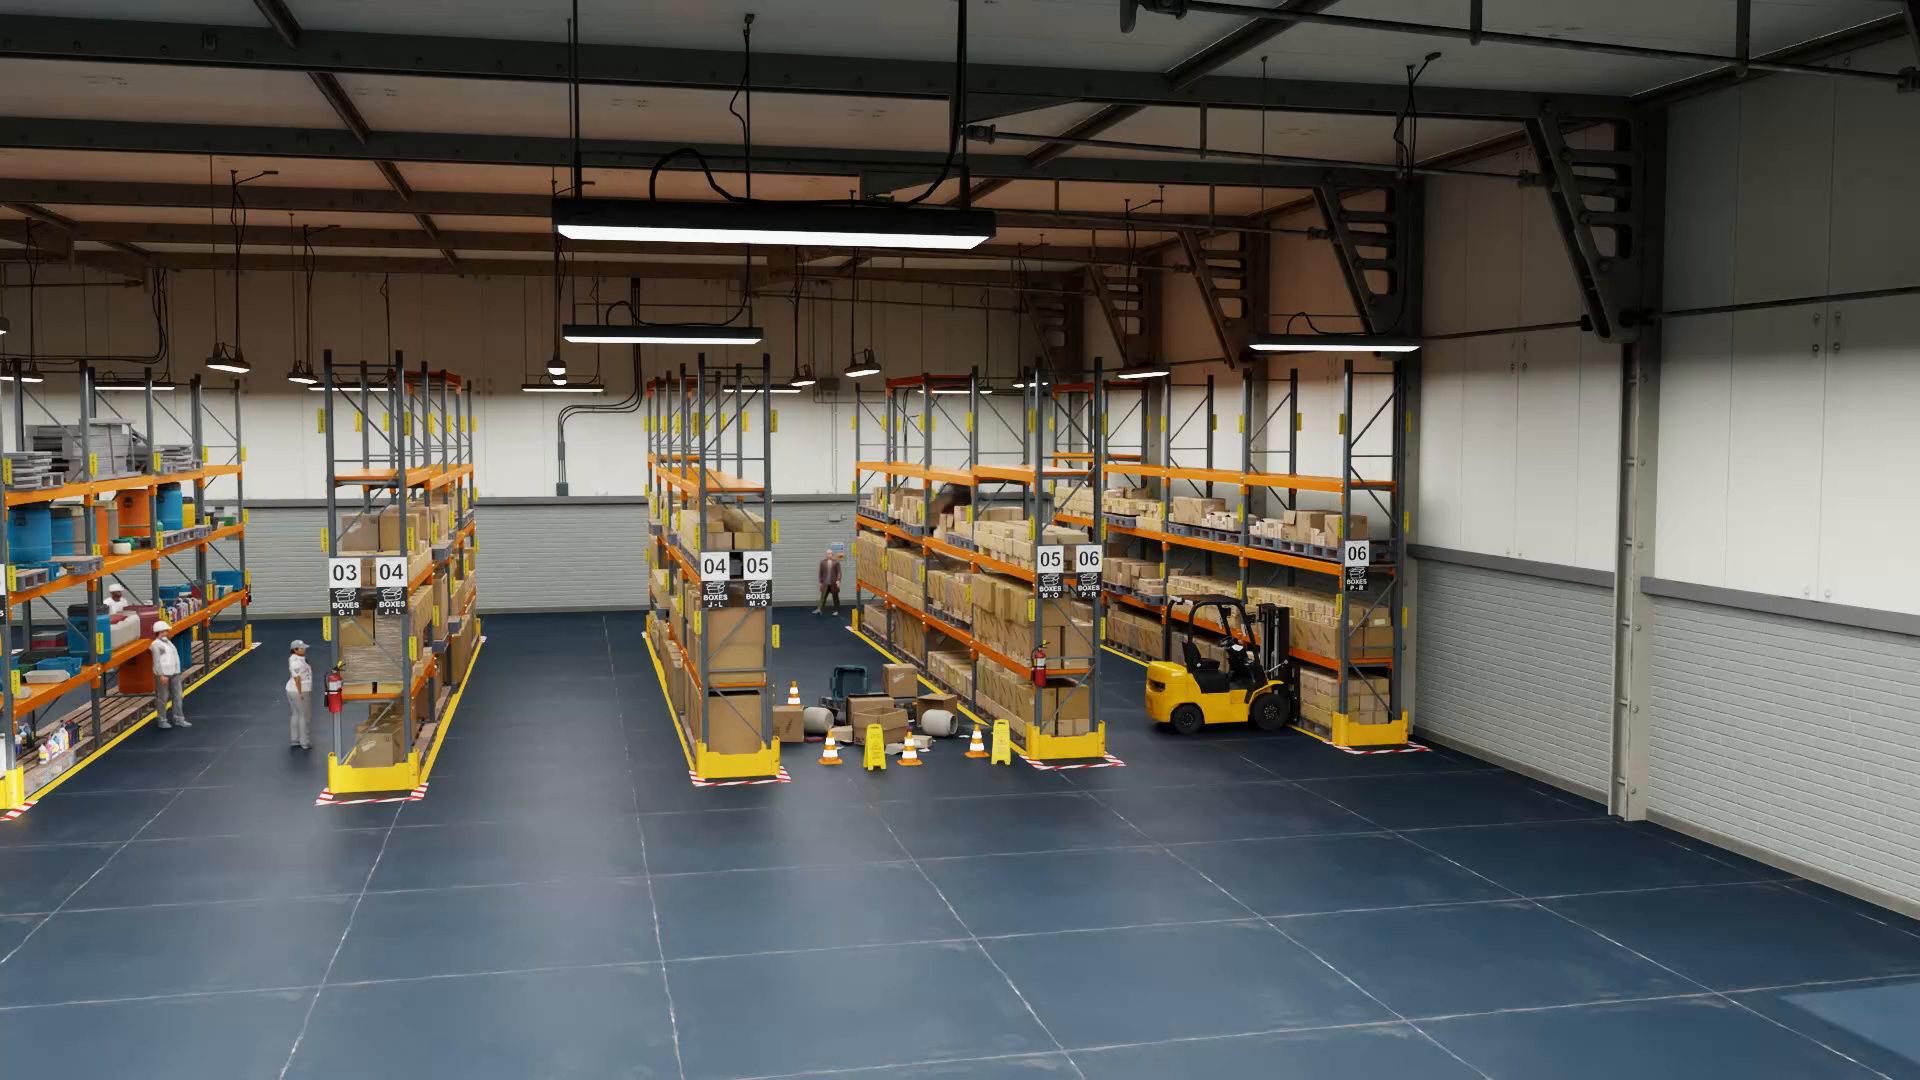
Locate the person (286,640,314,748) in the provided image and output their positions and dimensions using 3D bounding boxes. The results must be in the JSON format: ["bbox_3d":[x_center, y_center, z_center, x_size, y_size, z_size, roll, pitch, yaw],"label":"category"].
[{"bbox_3d":[-10.208,2.378,25.804,0.426,1.667,0.510,-3,5,-39],"label":"person"}]

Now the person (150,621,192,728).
[{"bbox_3d":[-13.036,2.220,27.396,0.509,1.788,0.615,1,4,18],"label":"person"}]

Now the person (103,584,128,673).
[{"bbox_3d":[-17.044,1.777,33.634,0.375,1.785,0.624,4,5,42],"label":"person"}]

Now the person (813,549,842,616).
[{"bbox_3d":[-3.410,1.120,43.014,0.661,1.740,1.042,2,4,22],"label":"person"}]
